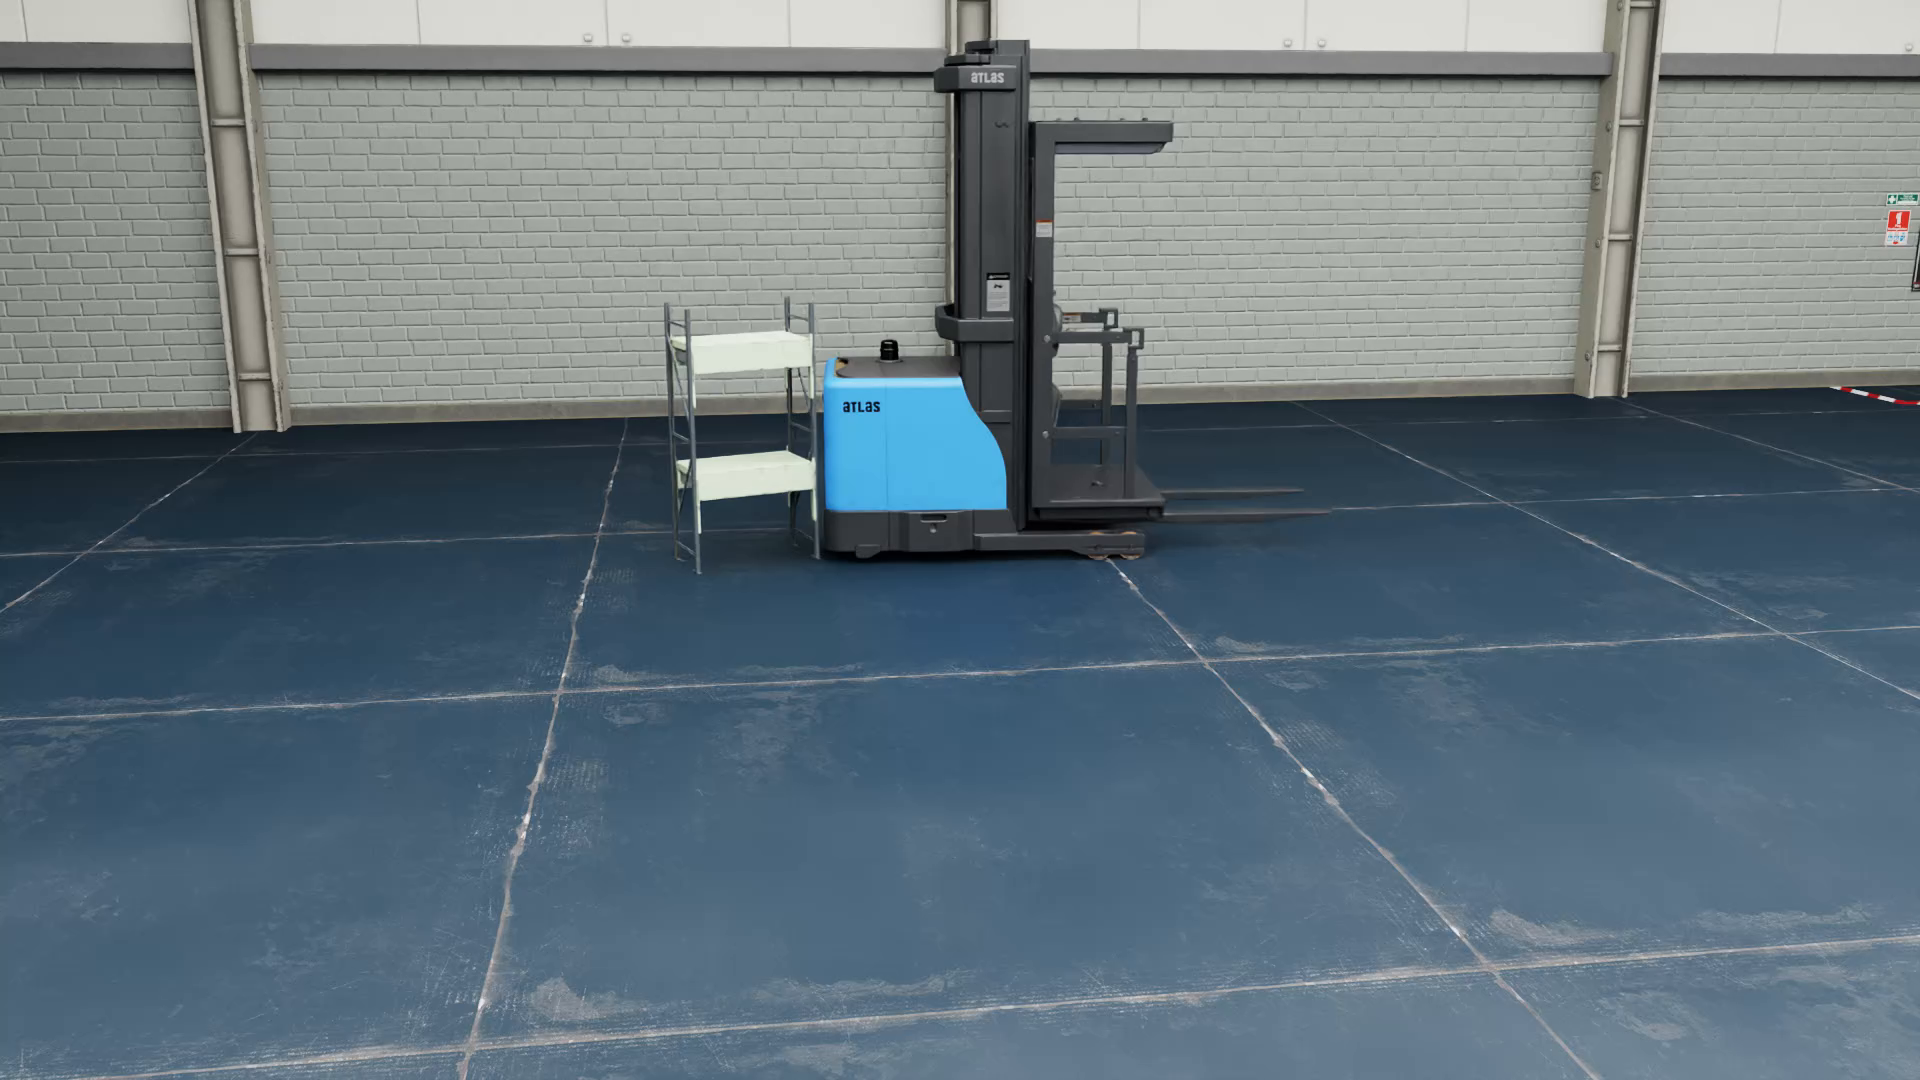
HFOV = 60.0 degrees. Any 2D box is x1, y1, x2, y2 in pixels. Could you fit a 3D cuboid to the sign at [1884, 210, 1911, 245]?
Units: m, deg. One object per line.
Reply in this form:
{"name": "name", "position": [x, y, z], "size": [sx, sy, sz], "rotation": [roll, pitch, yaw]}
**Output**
{"name": "sign", "position": [8.948, -2.981, 15.867], "size": [0.234, 0.329, 0.001], "rotation": [-2, 14, -8]}

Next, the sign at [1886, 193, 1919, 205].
{"name": "sign", "position": [8.954, -3.236, 15.795], "size": [0.331, 0.109, 0.001], "rotation": [-2, 14, -8]}

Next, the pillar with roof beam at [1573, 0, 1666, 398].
{"name": "pillar with roof beam", "position": [6.668, -4.696, 10.447], "size": [0.400, 9.000, 9.100], "rotation": [-2, 14, -8]}

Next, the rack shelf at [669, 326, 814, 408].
{"name": "rack shelf", "position": [-1.252, -0.995, 9.503], "size": [0.720, 0.370, 0.431], "rotation": [-7, 16, -27]}

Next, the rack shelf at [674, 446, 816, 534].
{"name": "rack shelf", "position": [-1.252, -0.301, 9.677], "size": [0.720, 0.370, 0.431], "rotation": [-7, 16, -27]}

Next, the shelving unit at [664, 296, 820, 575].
{"name": "shelving unit", "position": [-1.252, -0.617, 9.598], "size": [0.755, 1.500, 0.431], "rotation": [-7, 16, -27]}

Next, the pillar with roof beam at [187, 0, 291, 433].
{"name": "pillar with roof beam", "position": [-5.198, -4.261, 8.713], "size": [0.400, 9.000, 9.100], "rotation": [-2, 14, -8]}

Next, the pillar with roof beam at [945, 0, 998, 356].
{"name": "pillar with roof beam", "position": [0.735, -4.478, 9.580], "size": [0.400, 9.000, 9.100], "rotation": [-2, 14, -8]}

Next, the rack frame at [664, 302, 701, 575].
{"name": "rack frame", "position": [-1.576, -0.575, 9.433], "size": [0.023, 1.500, 0.400], "rotation": [-7, 16, -27]}

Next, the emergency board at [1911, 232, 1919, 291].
{"name": "emergency board", "position": [9.499, -2.963, 15.868], "size": [0.626, 1.169, 0.157], "rotation": [-2, 14, -8]}

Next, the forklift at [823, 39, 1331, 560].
{"name": "forklift", "position": [0.694, -1.431, 9.901], "size": [3.031, 2.935, 1.130], "rotation": [-1, 14, -3]}

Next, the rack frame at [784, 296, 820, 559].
{"name": "rack frame", "position": [-0.928, -0.658, 9.763], "size": [0.023, 1.500, 0.400], "rotation": [-7, 16, -27]}
